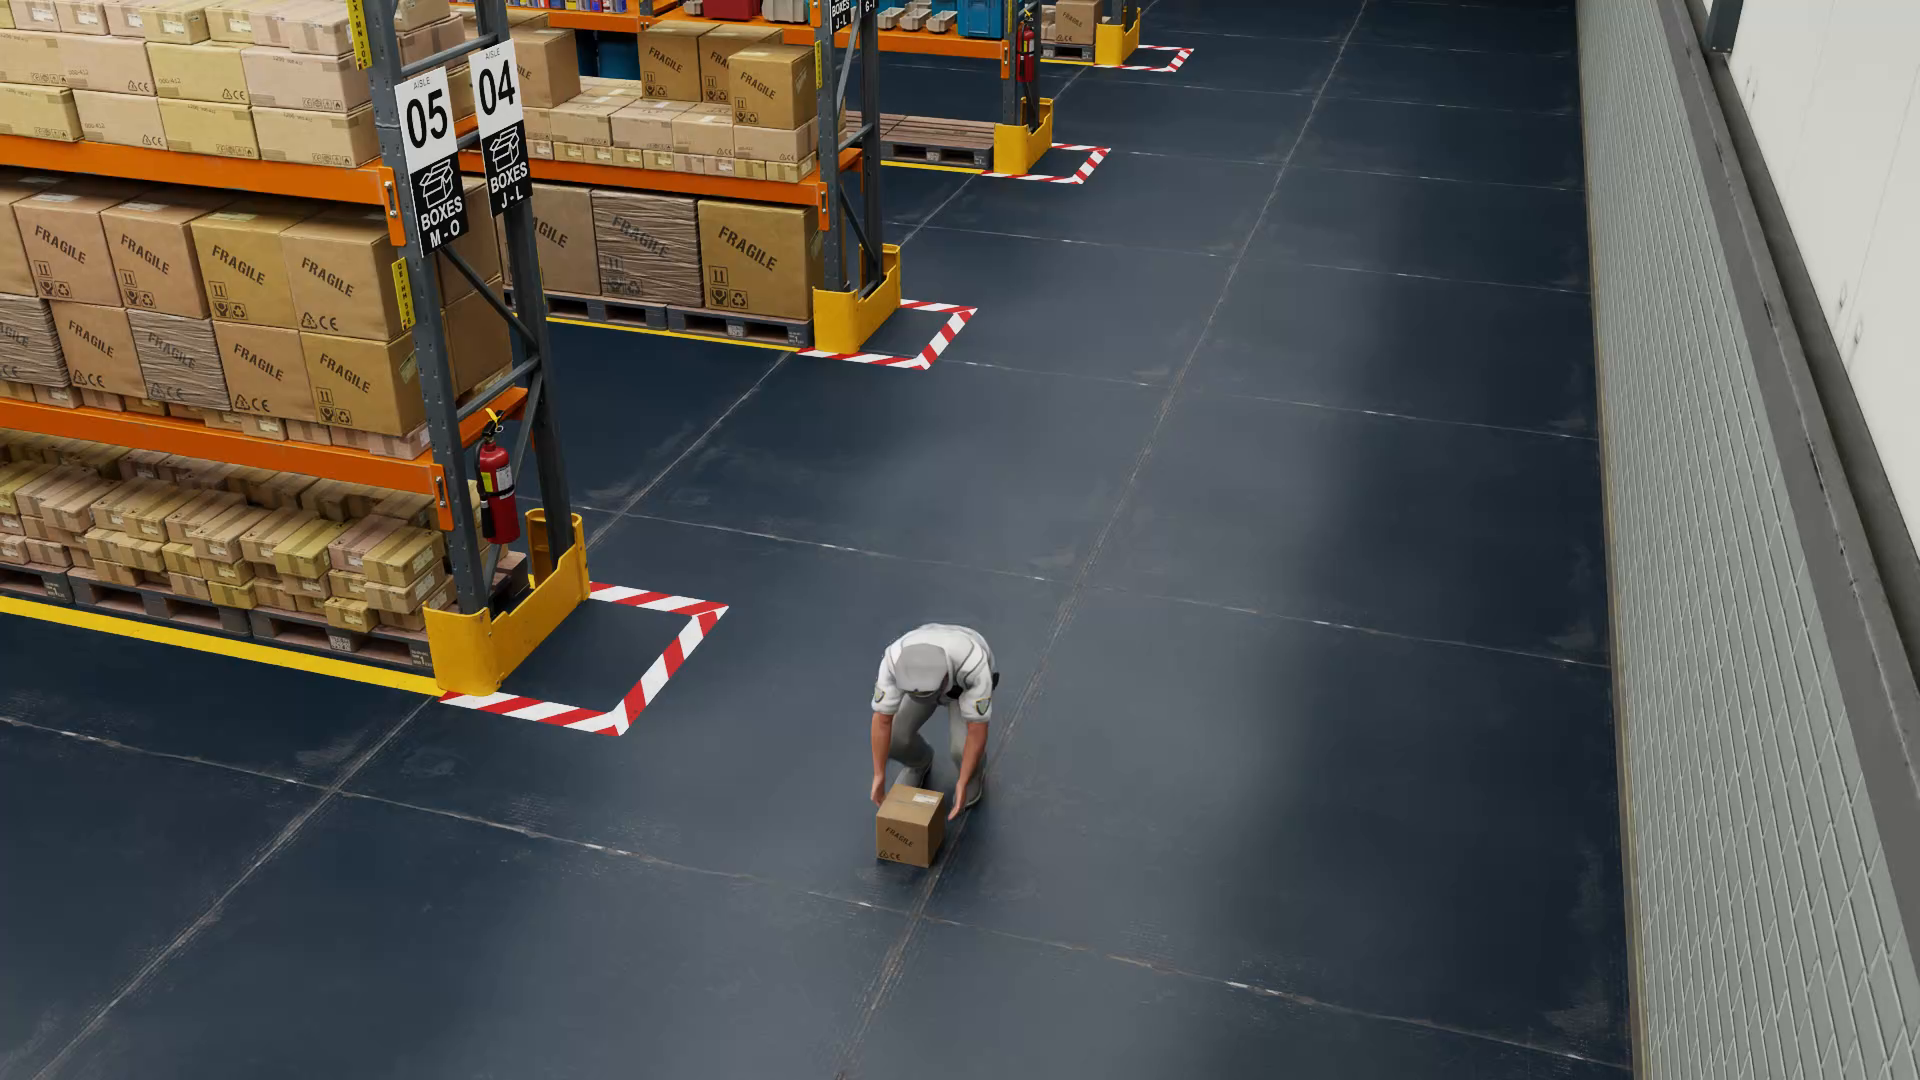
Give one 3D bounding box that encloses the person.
[{"bbox_3d":[-0.092,0.793,7.776,0.573,1.075,0.934,8,30,15],"label":"person"}]
